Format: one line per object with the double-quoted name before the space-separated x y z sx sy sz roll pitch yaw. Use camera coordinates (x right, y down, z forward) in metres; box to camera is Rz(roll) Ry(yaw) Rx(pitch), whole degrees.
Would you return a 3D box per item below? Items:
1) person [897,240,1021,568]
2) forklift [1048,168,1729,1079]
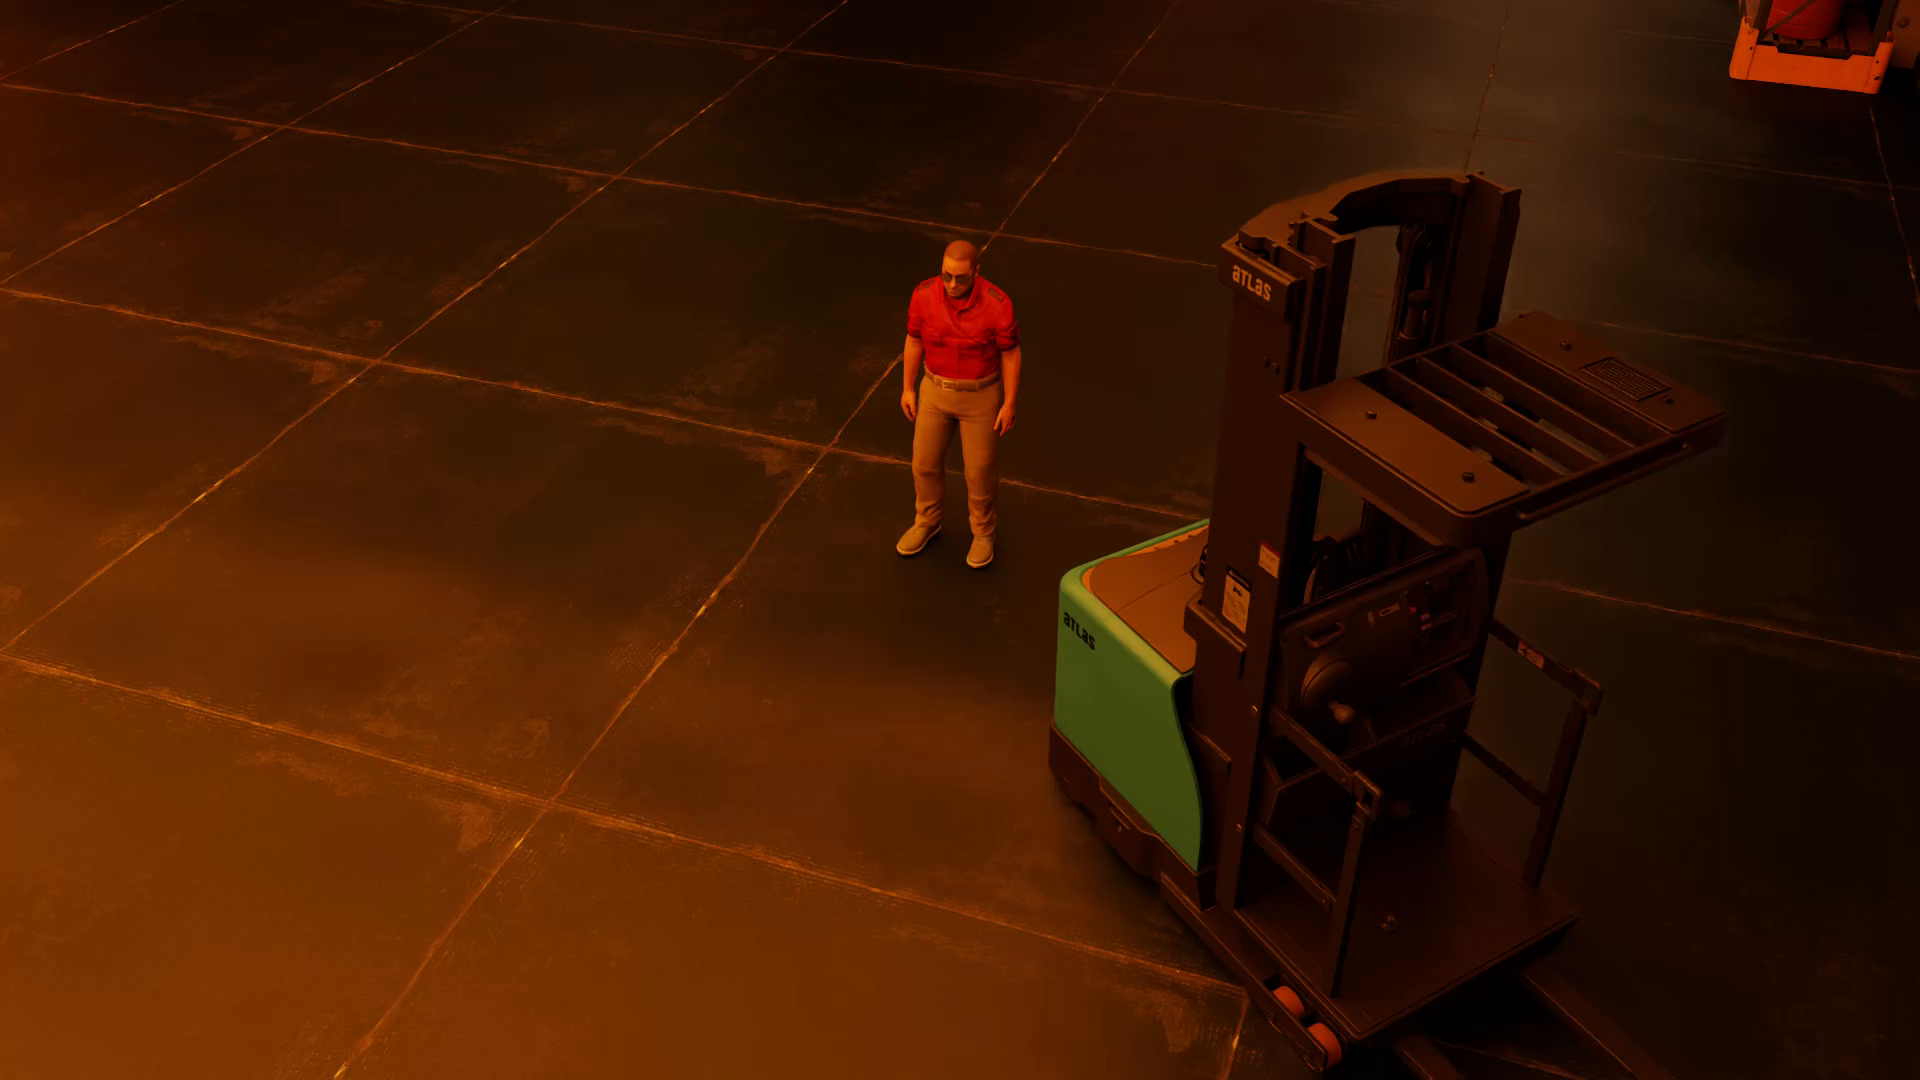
"person" -0.005 -0.683 8.114 0.587 1.726 0.396 10 37 14
"forklift" 1.571 0.395 5.553 1.130 2.935 3.031 -19 40 -25
